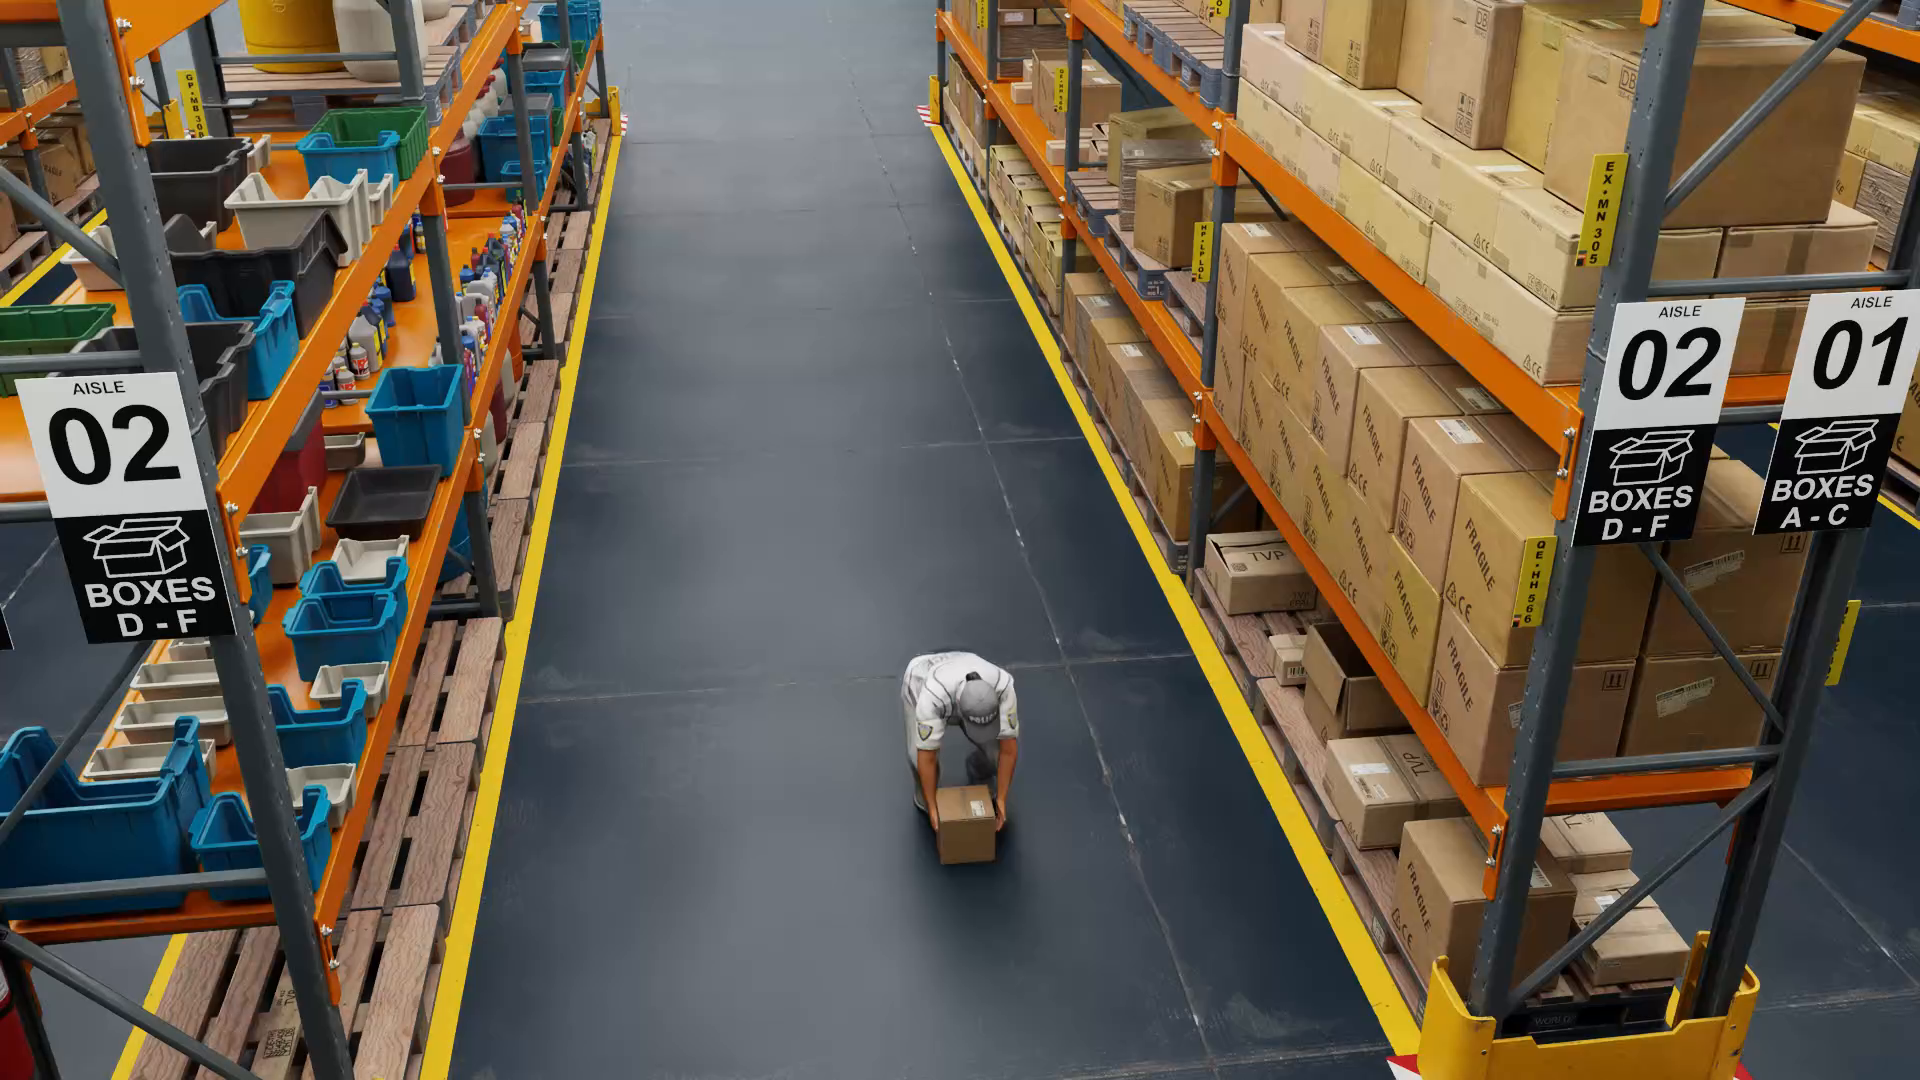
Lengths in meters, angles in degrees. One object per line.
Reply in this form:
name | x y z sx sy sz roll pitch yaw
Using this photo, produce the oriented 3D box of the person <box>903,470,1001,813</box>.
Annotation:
person | -0.025 0.491 7.678 0.454 1.655 0.541 -3 27 -6
